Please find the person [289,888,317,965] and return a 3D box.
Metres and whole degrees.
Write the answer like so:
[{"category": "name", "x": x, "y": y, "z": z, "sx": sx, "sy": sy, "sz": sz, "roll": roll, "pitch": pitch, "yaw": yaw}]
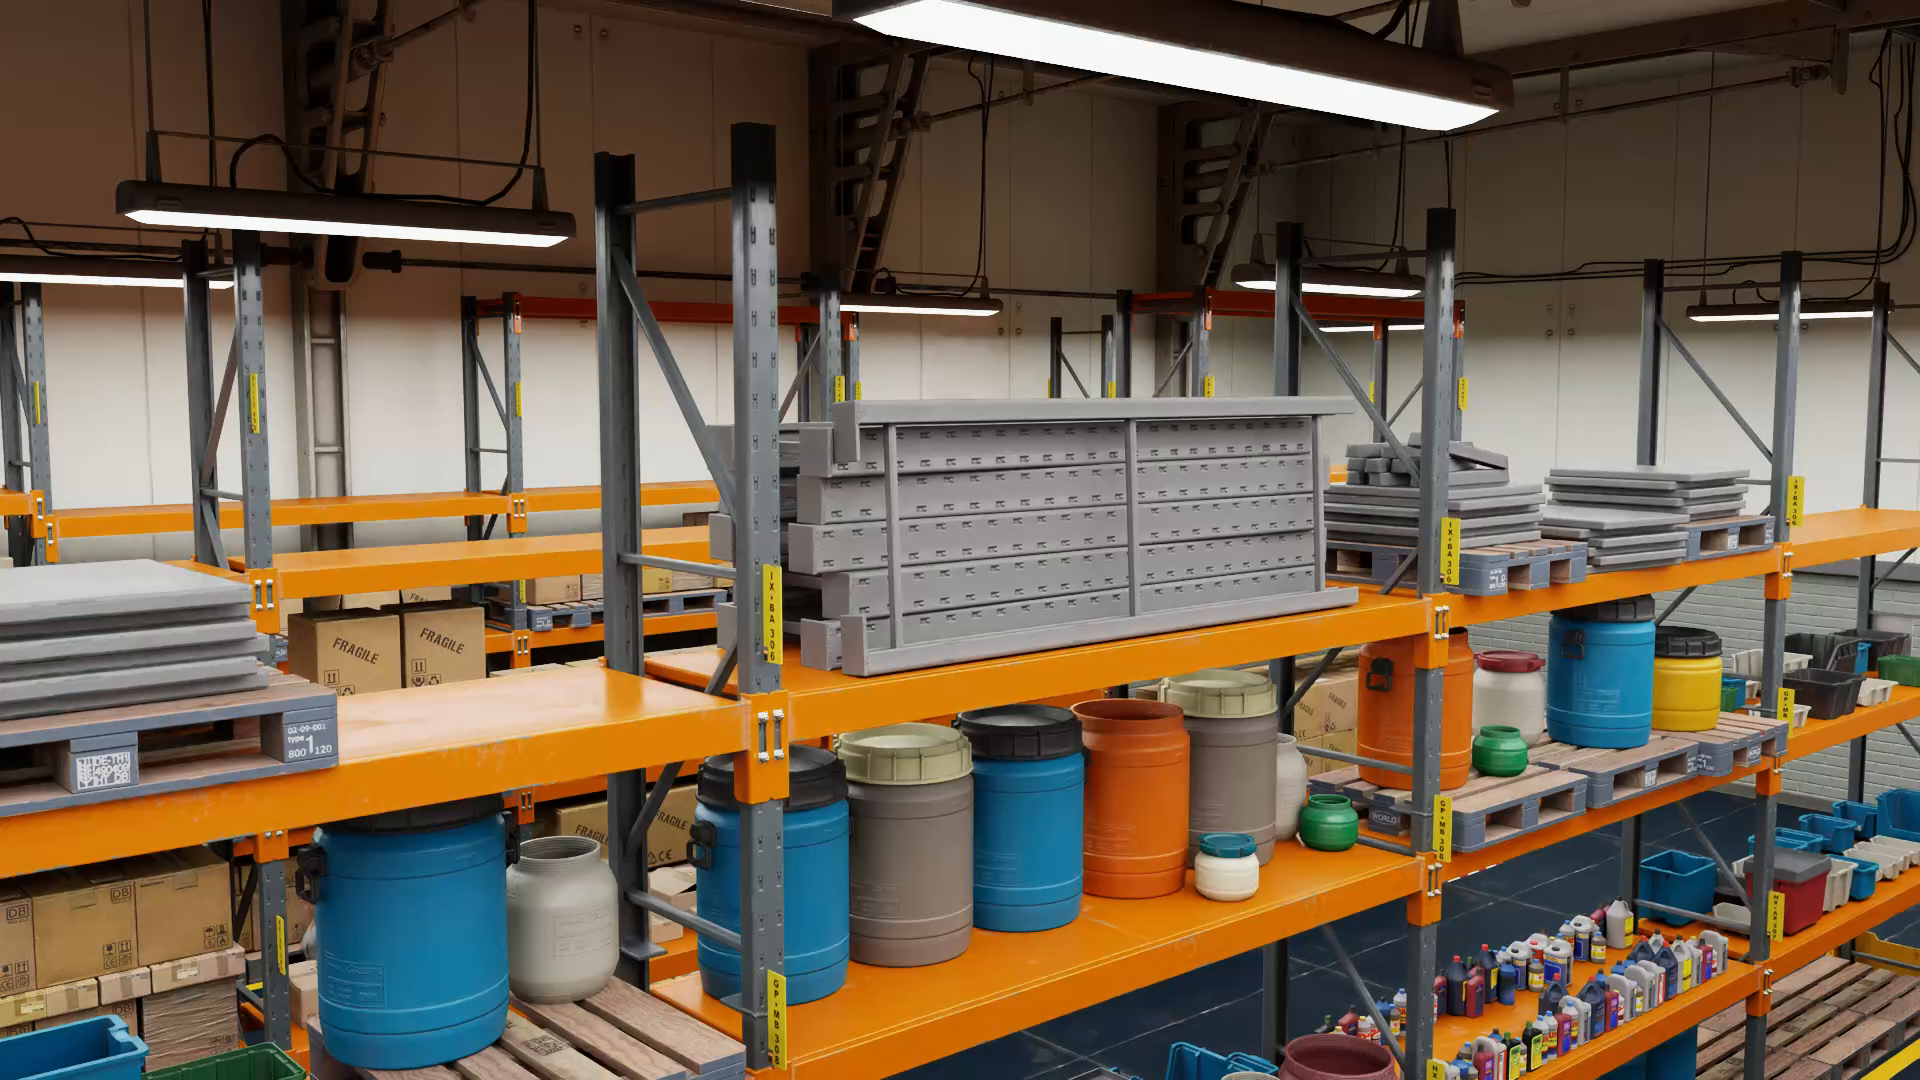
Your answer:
[{"category": "person", "x": -4.527, "y": 3.213, "z": 11.902, "sx": 0.661, "sy": 1.627, "sz": 0.560, "roll": -5, "pitch": 7, "yaw": -42}]
